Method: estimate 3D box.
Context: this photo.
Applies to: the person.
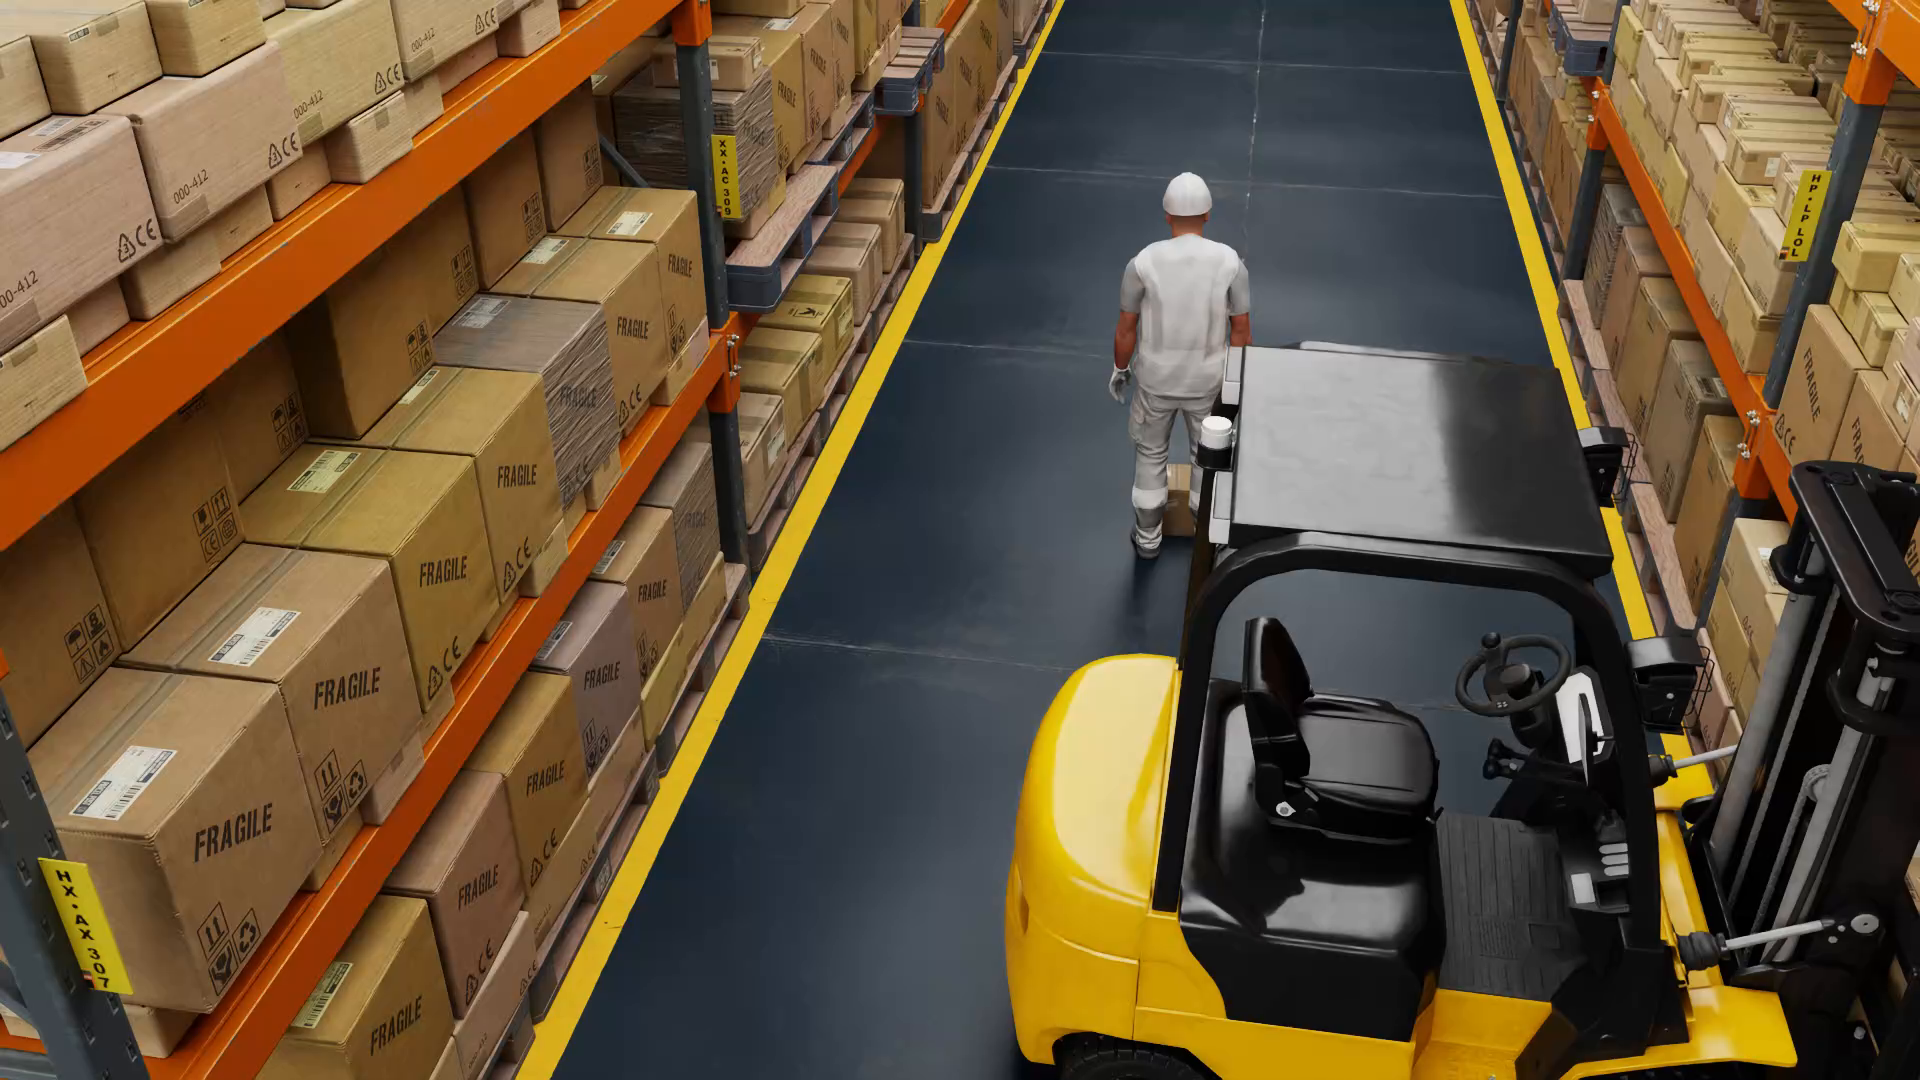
[{"bbox_3d":[0.963,-0.720,7.271,0.617,1.778,0.453,3,32,5],"label":"person"}]
